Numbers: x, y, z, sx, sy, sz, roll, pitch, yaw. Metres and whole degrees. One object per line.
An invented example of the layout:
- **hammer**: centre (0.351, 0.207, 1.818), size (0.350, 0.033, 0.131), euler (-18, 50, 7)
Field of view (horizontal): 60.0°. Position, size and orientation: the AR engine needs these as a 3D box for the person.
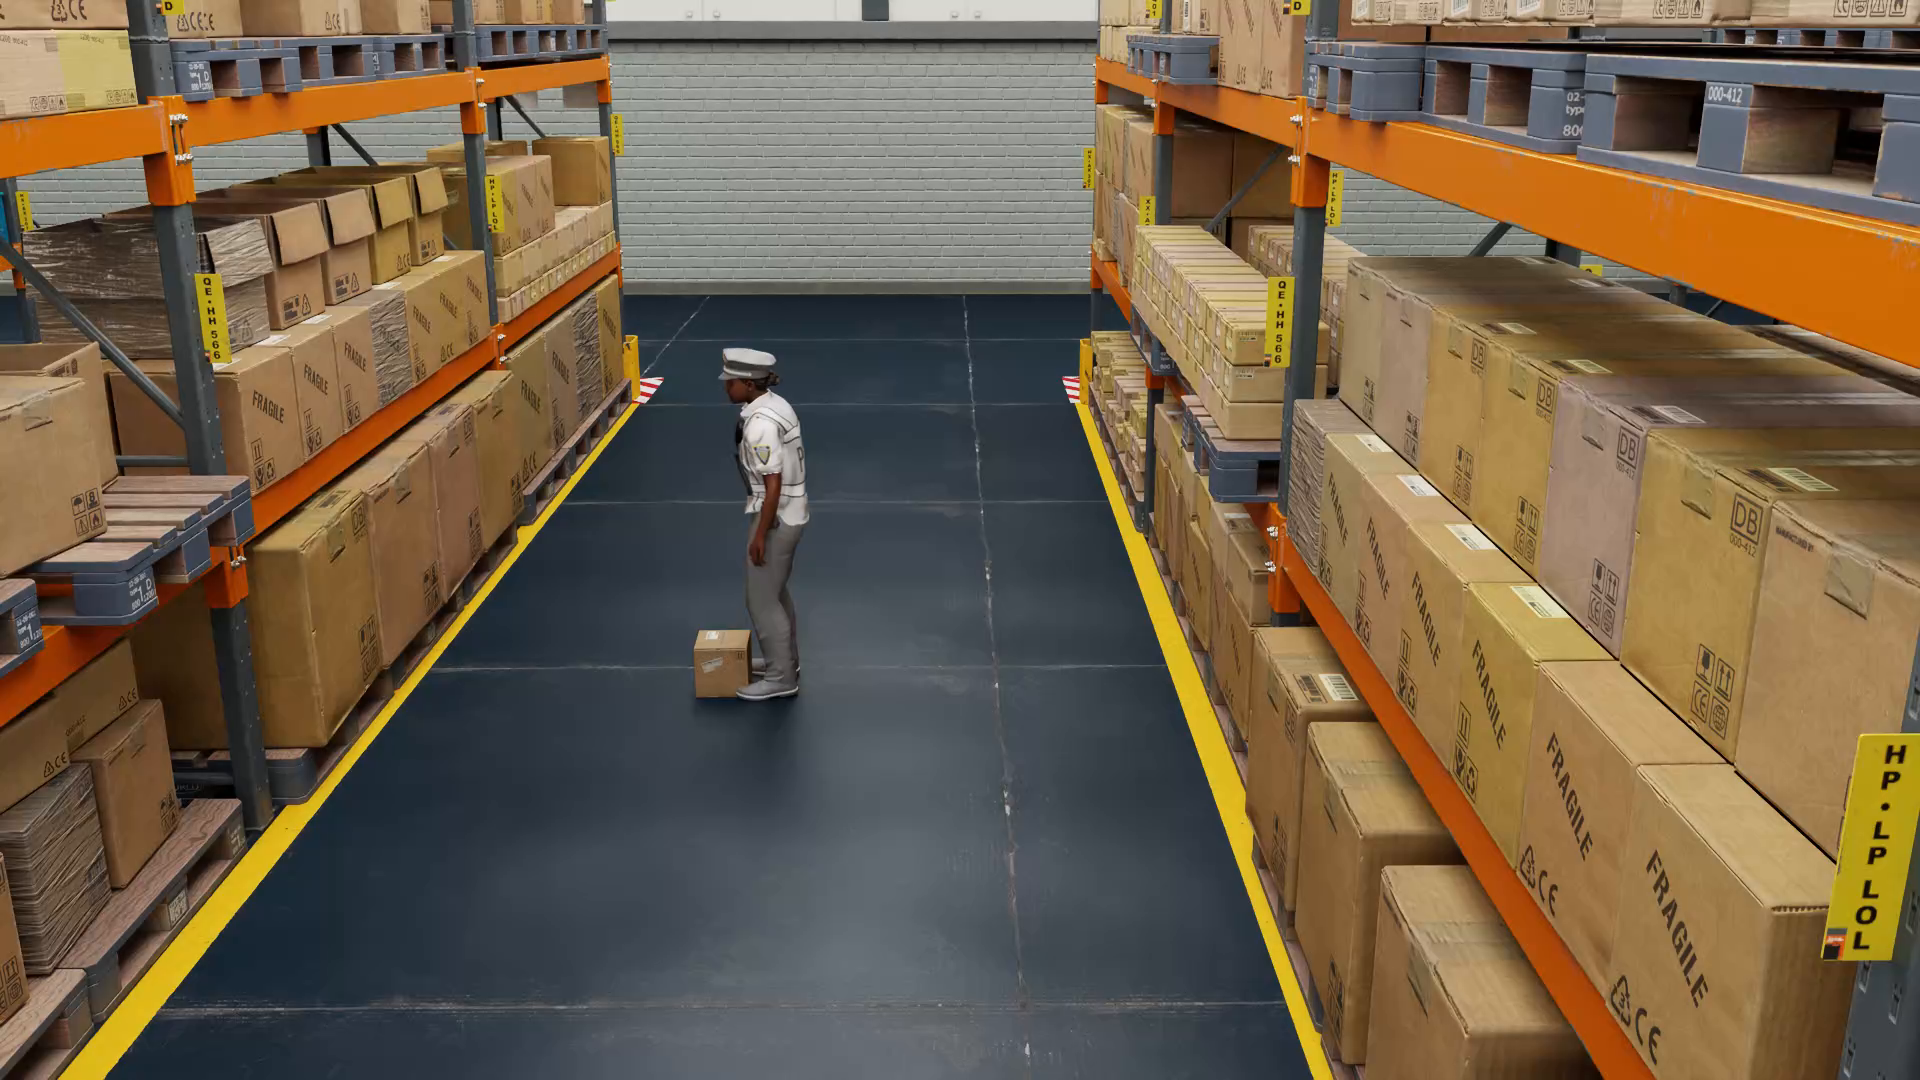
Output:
- **person**: centre (-0.904, -0.082, 7.807), size (0.391, 1.661, 0.531), euler (-1, 17, -4)
